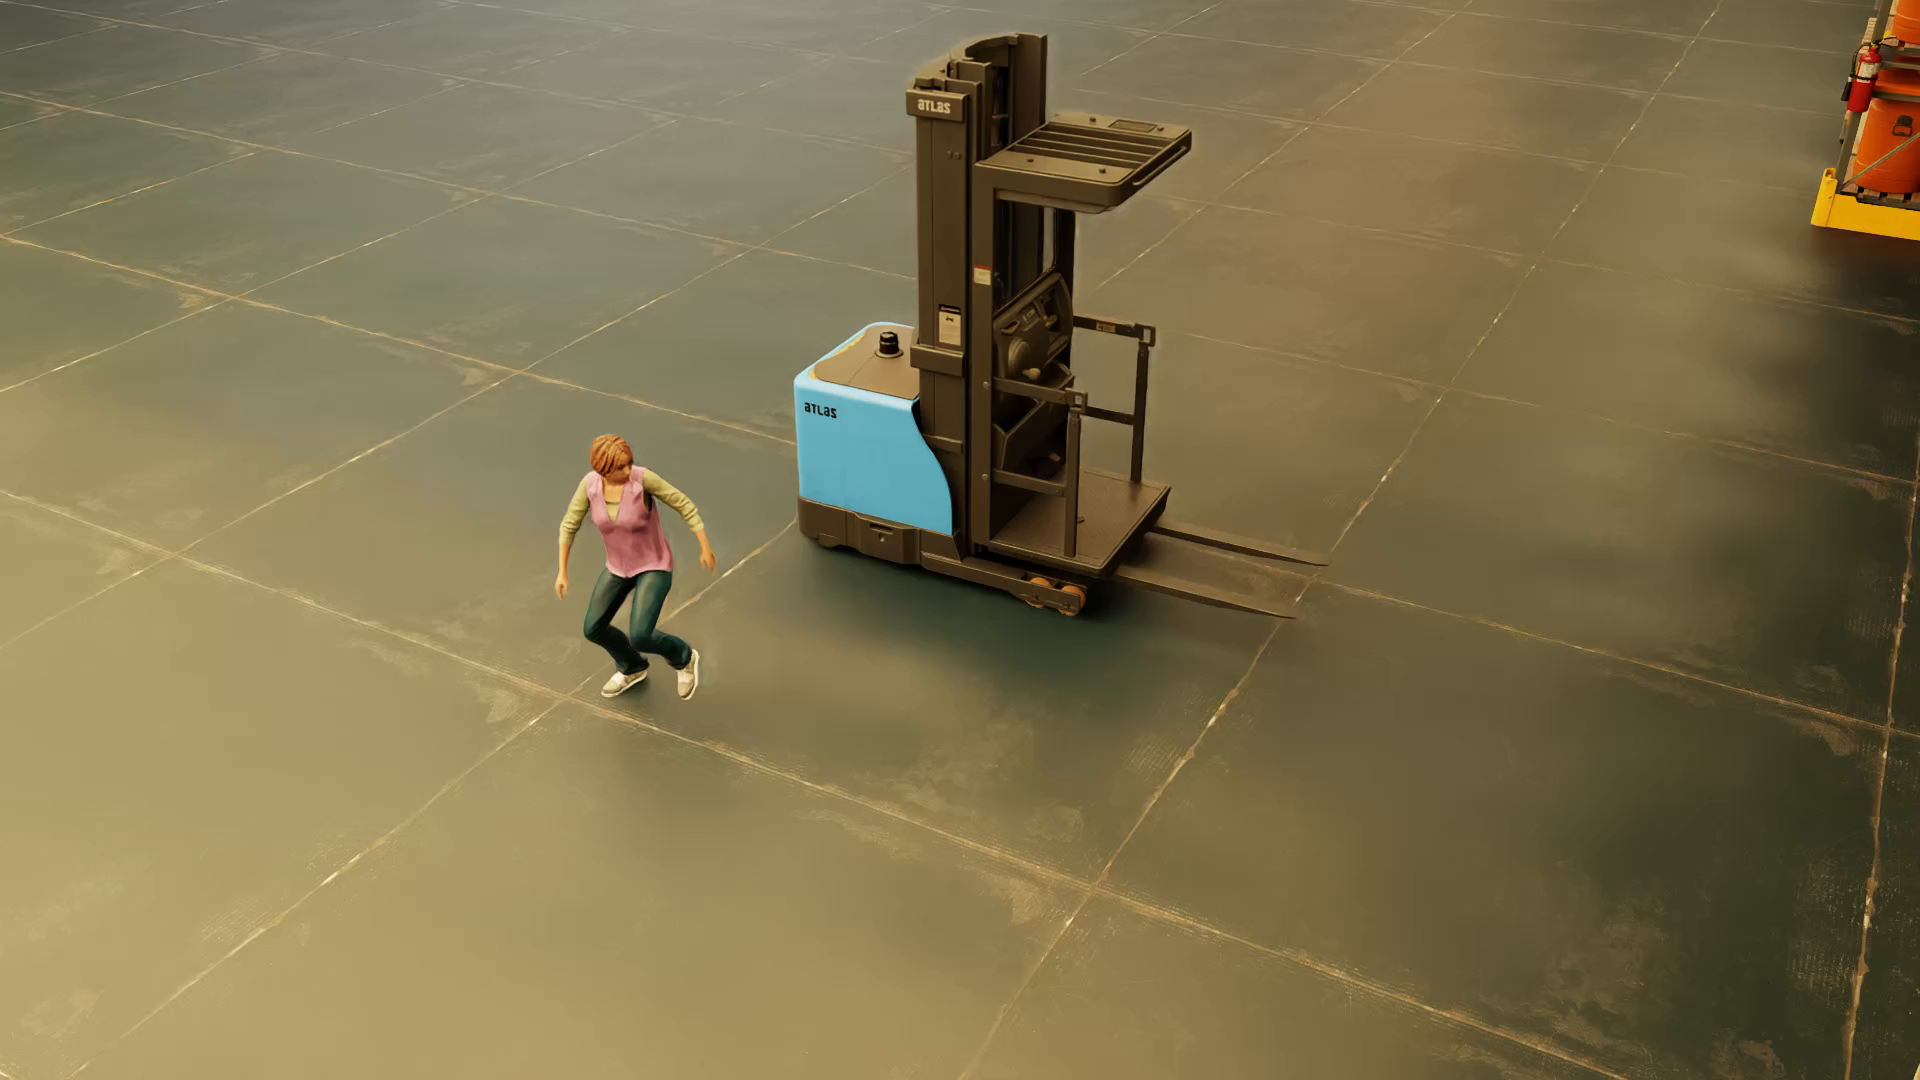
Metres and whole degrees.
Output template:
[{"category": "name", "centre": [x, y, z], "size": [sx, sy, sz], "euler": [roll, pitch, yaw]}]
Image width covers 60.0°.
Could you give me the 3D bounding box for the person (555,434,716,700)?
[{"category": "person", "centre": [-1.626, 0.161, 8.246], "size": [0.695, 1.502, 0.527], "euler": [13, 32, 21]}]

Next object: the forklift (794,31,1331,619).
[{"category": "forklift", "centre": [0.587, -1.150, 9.063], "size": [3.031, 2.935, 1.130], "euler": [14, 33, 23]}]
